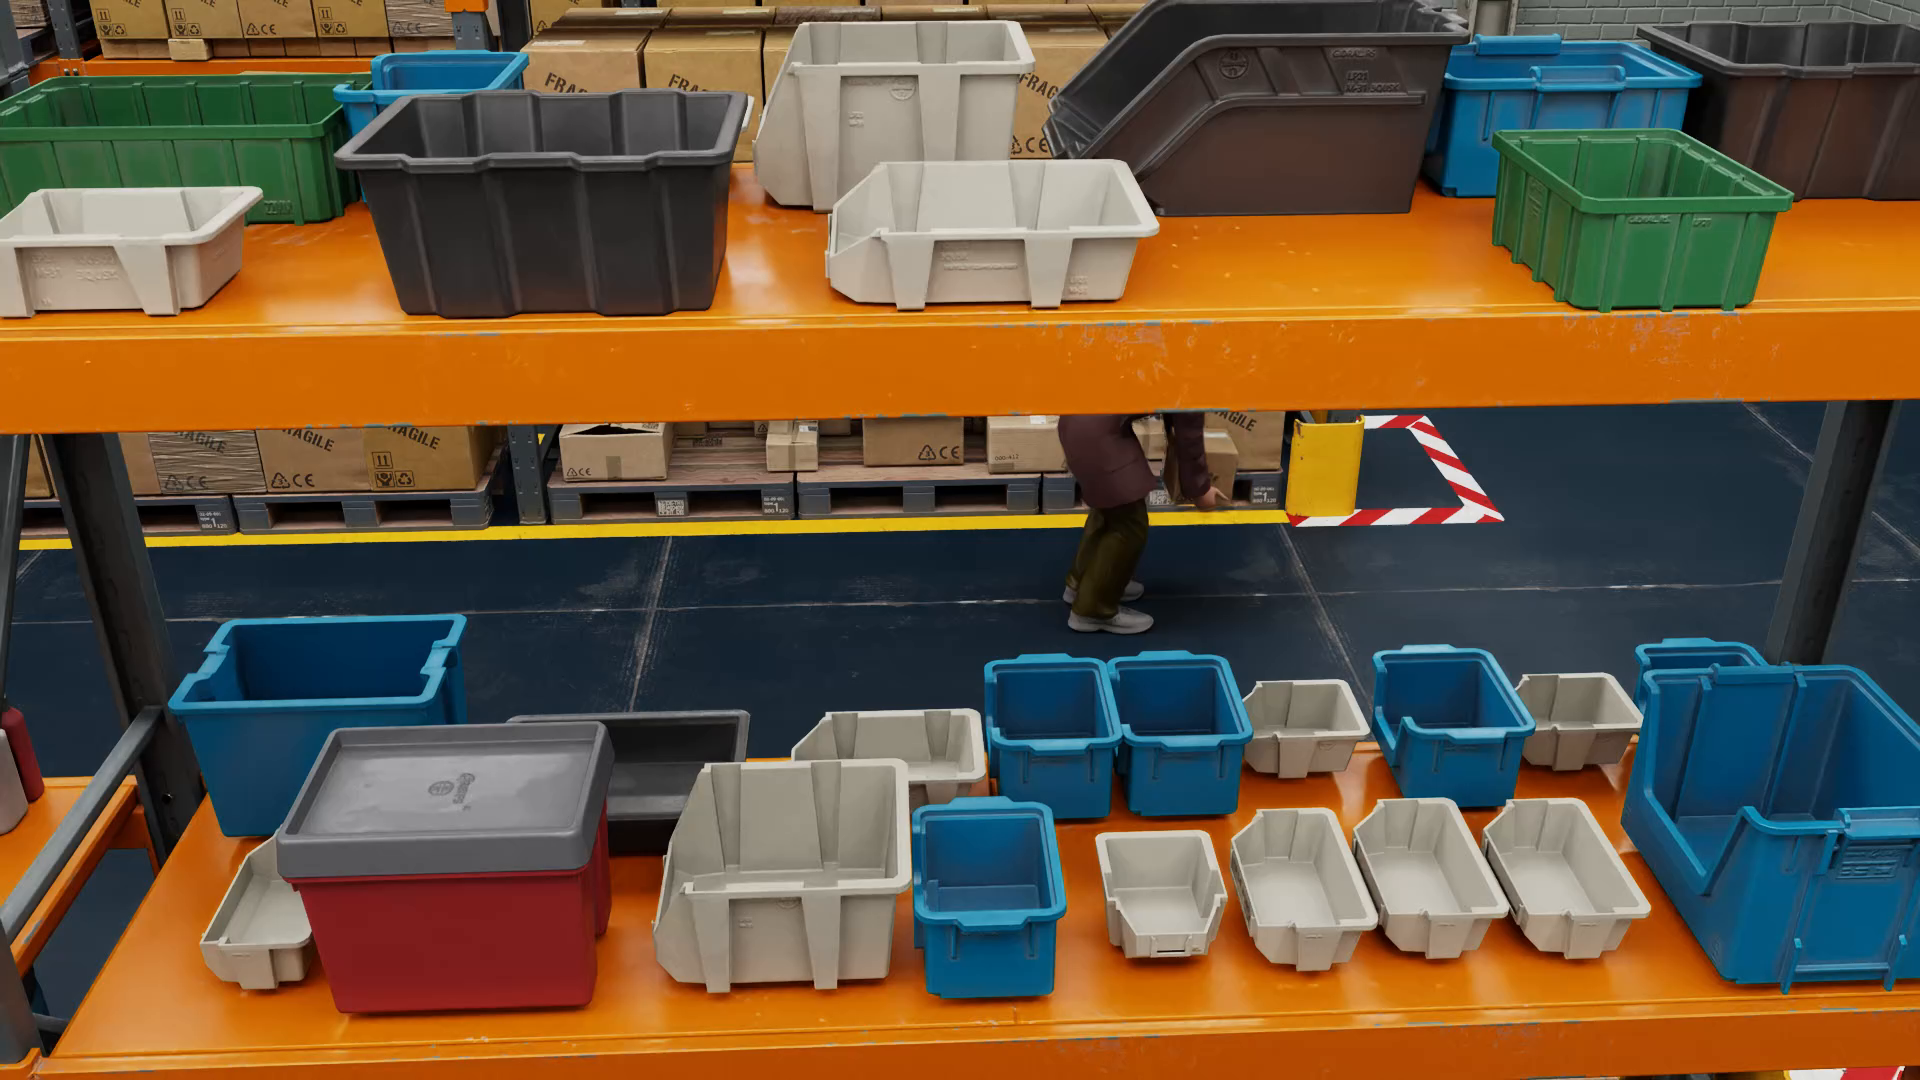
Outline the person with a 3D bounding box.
[{"bbox_3d":[0.818,-0.346,7.107,0.806,1.509,0.555,-2,27,-4],"label":"person"}]
